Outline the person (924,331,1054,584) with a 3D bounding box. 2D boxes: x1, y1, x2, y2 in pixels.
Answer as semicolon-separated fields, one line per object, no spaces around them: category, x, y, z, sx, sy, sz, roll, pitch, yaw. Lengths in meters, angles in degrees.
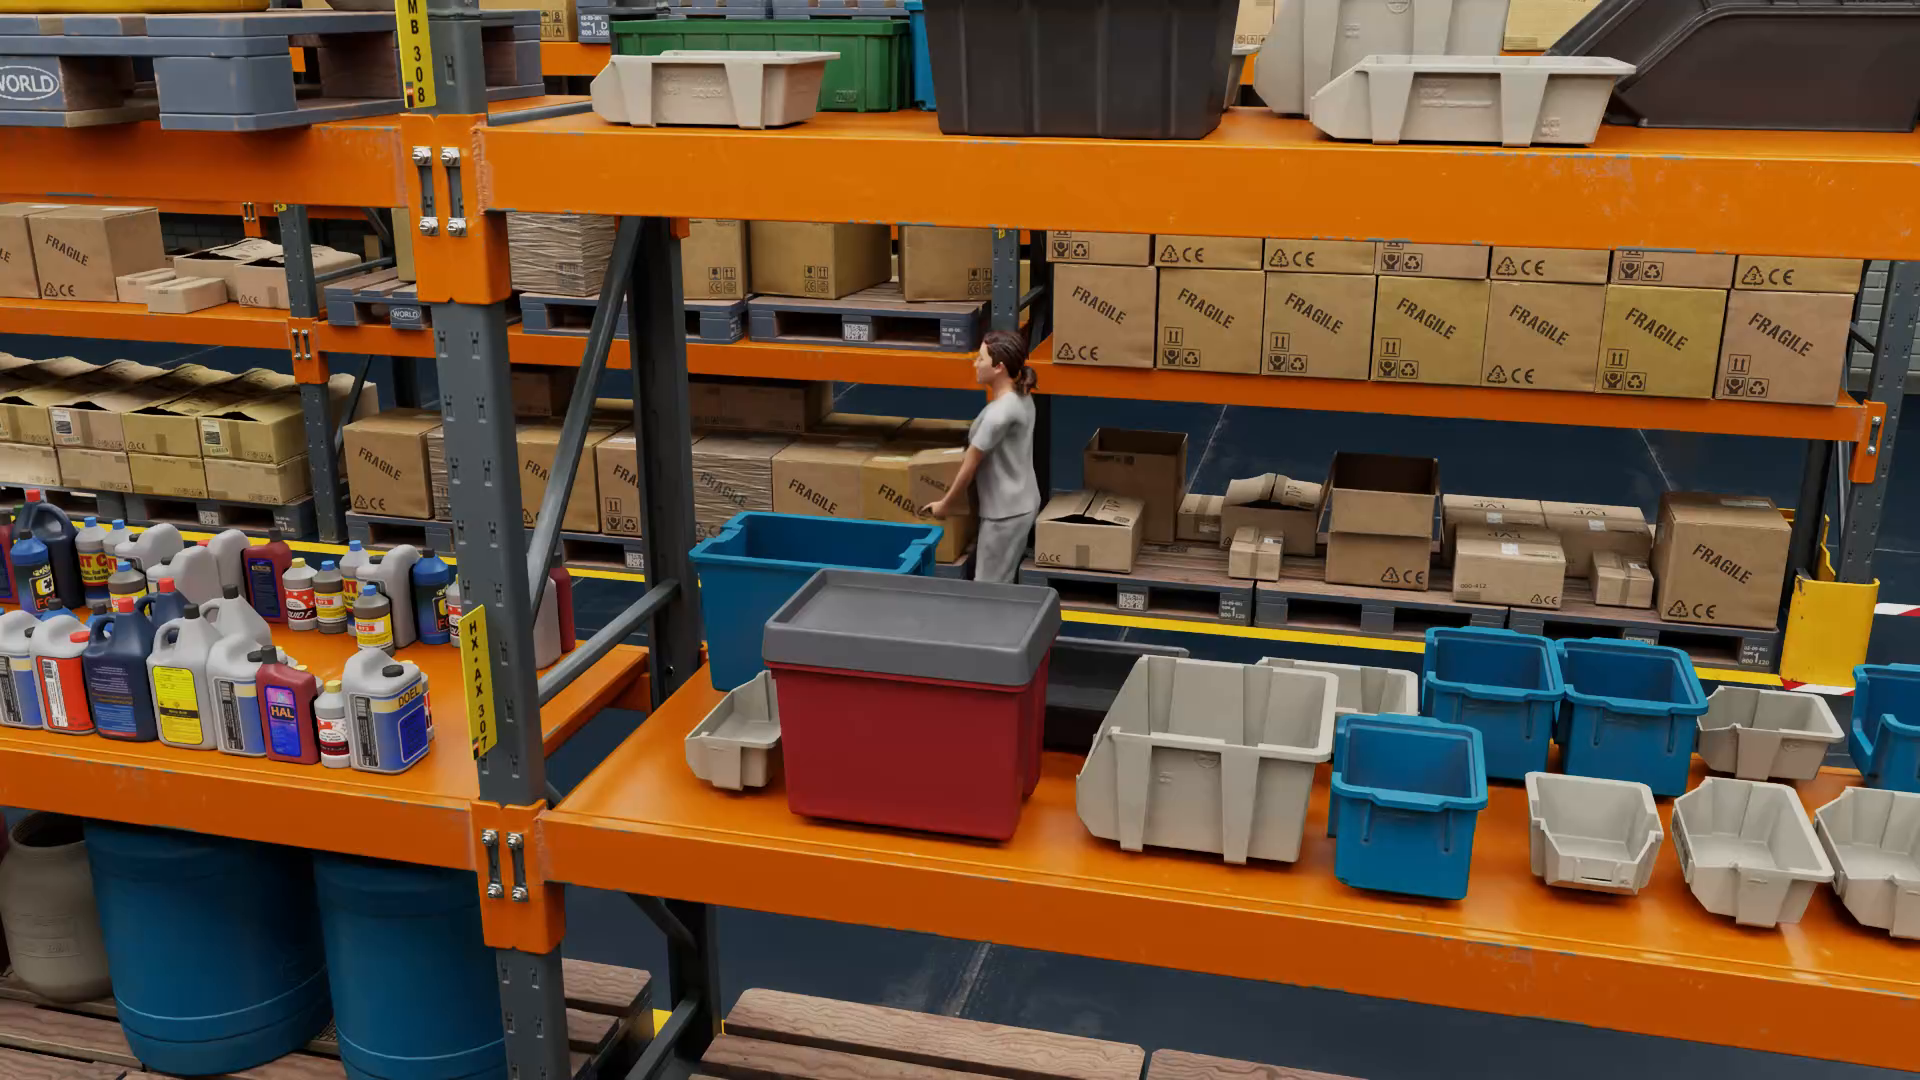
person;0.141;-0.114;7.421;0.559;1.662;0.438;5;19;14
